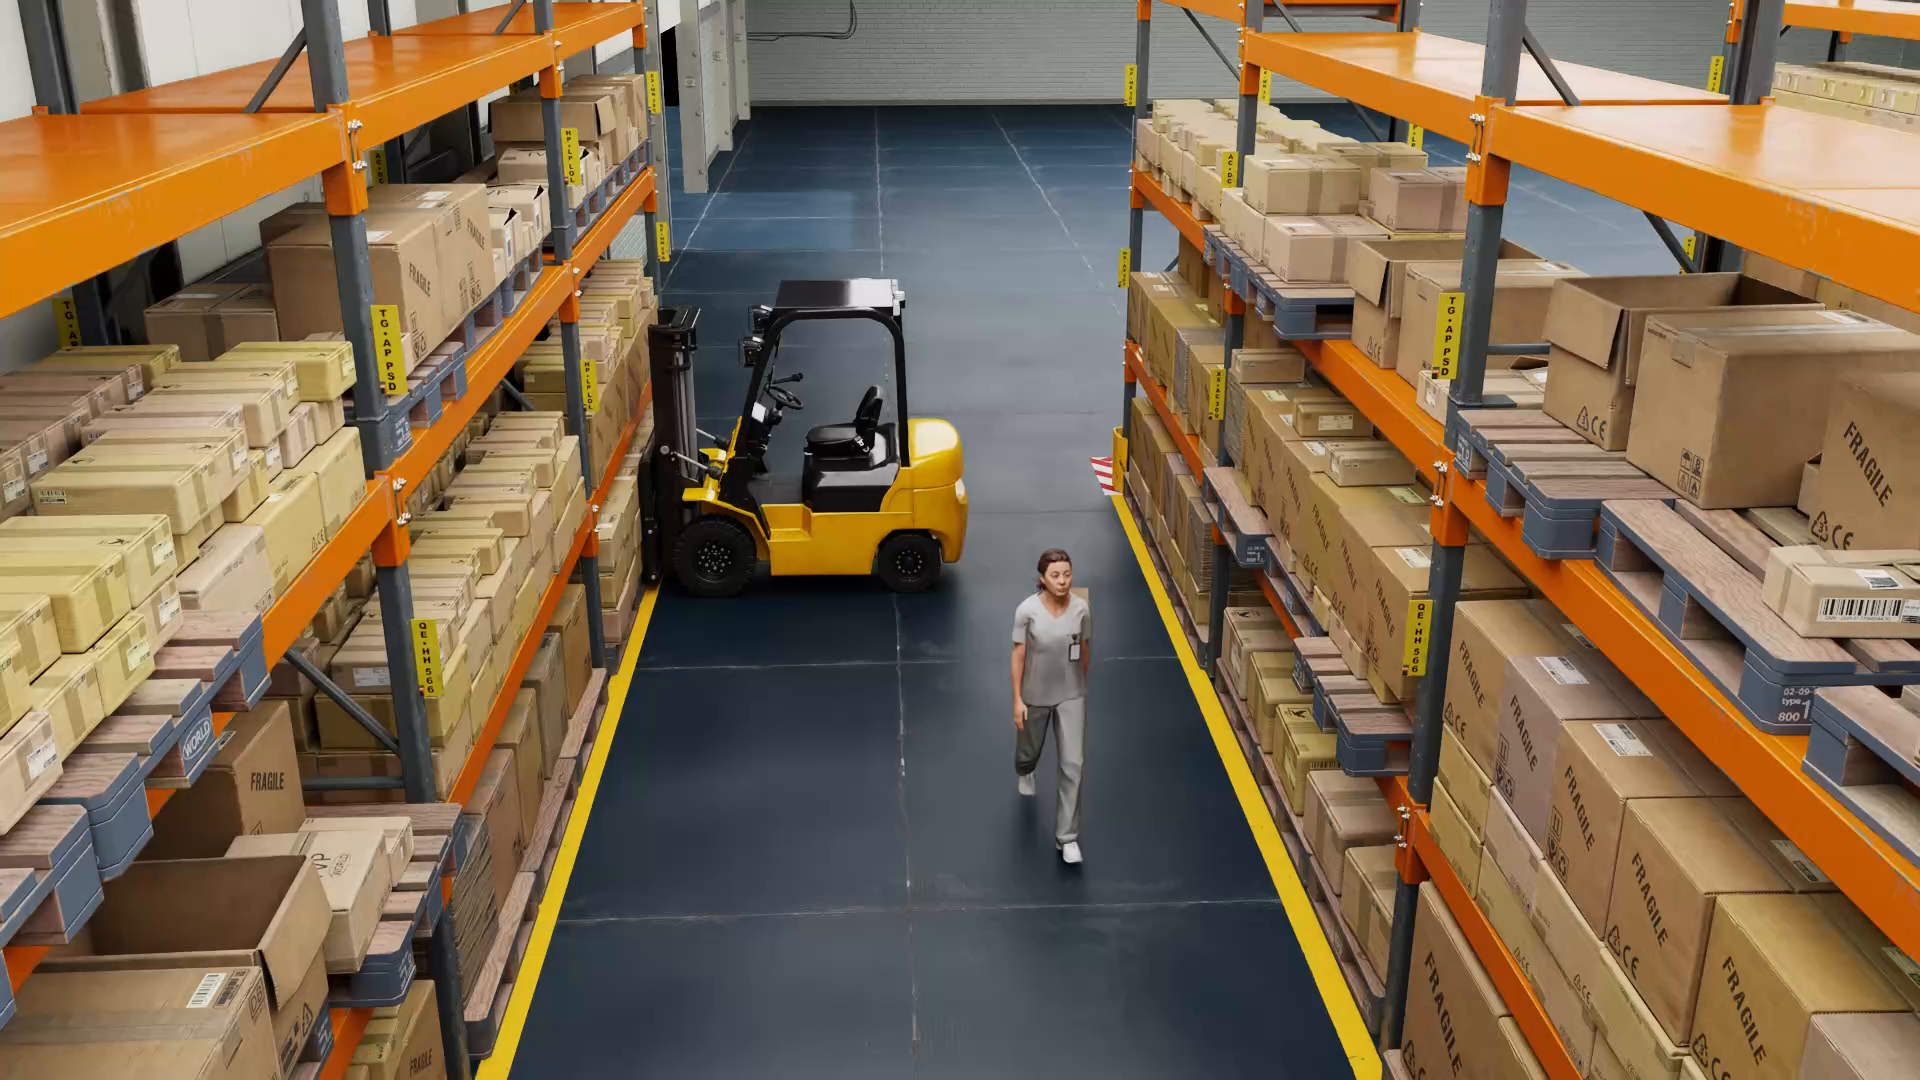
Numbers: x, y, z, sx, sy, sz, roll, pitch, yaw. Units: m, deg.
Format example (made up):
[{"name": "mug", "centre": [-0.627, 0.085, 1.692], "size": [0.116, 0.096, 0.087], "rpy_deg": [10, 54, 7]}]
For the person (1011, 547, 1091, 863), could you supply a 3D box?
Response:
[{"name": "person", "centre": [0.483, 0.814, 8.895], "size": [0.442, 1.630, 0.969], "rpy_deg": [-2, 21, -5]}]
